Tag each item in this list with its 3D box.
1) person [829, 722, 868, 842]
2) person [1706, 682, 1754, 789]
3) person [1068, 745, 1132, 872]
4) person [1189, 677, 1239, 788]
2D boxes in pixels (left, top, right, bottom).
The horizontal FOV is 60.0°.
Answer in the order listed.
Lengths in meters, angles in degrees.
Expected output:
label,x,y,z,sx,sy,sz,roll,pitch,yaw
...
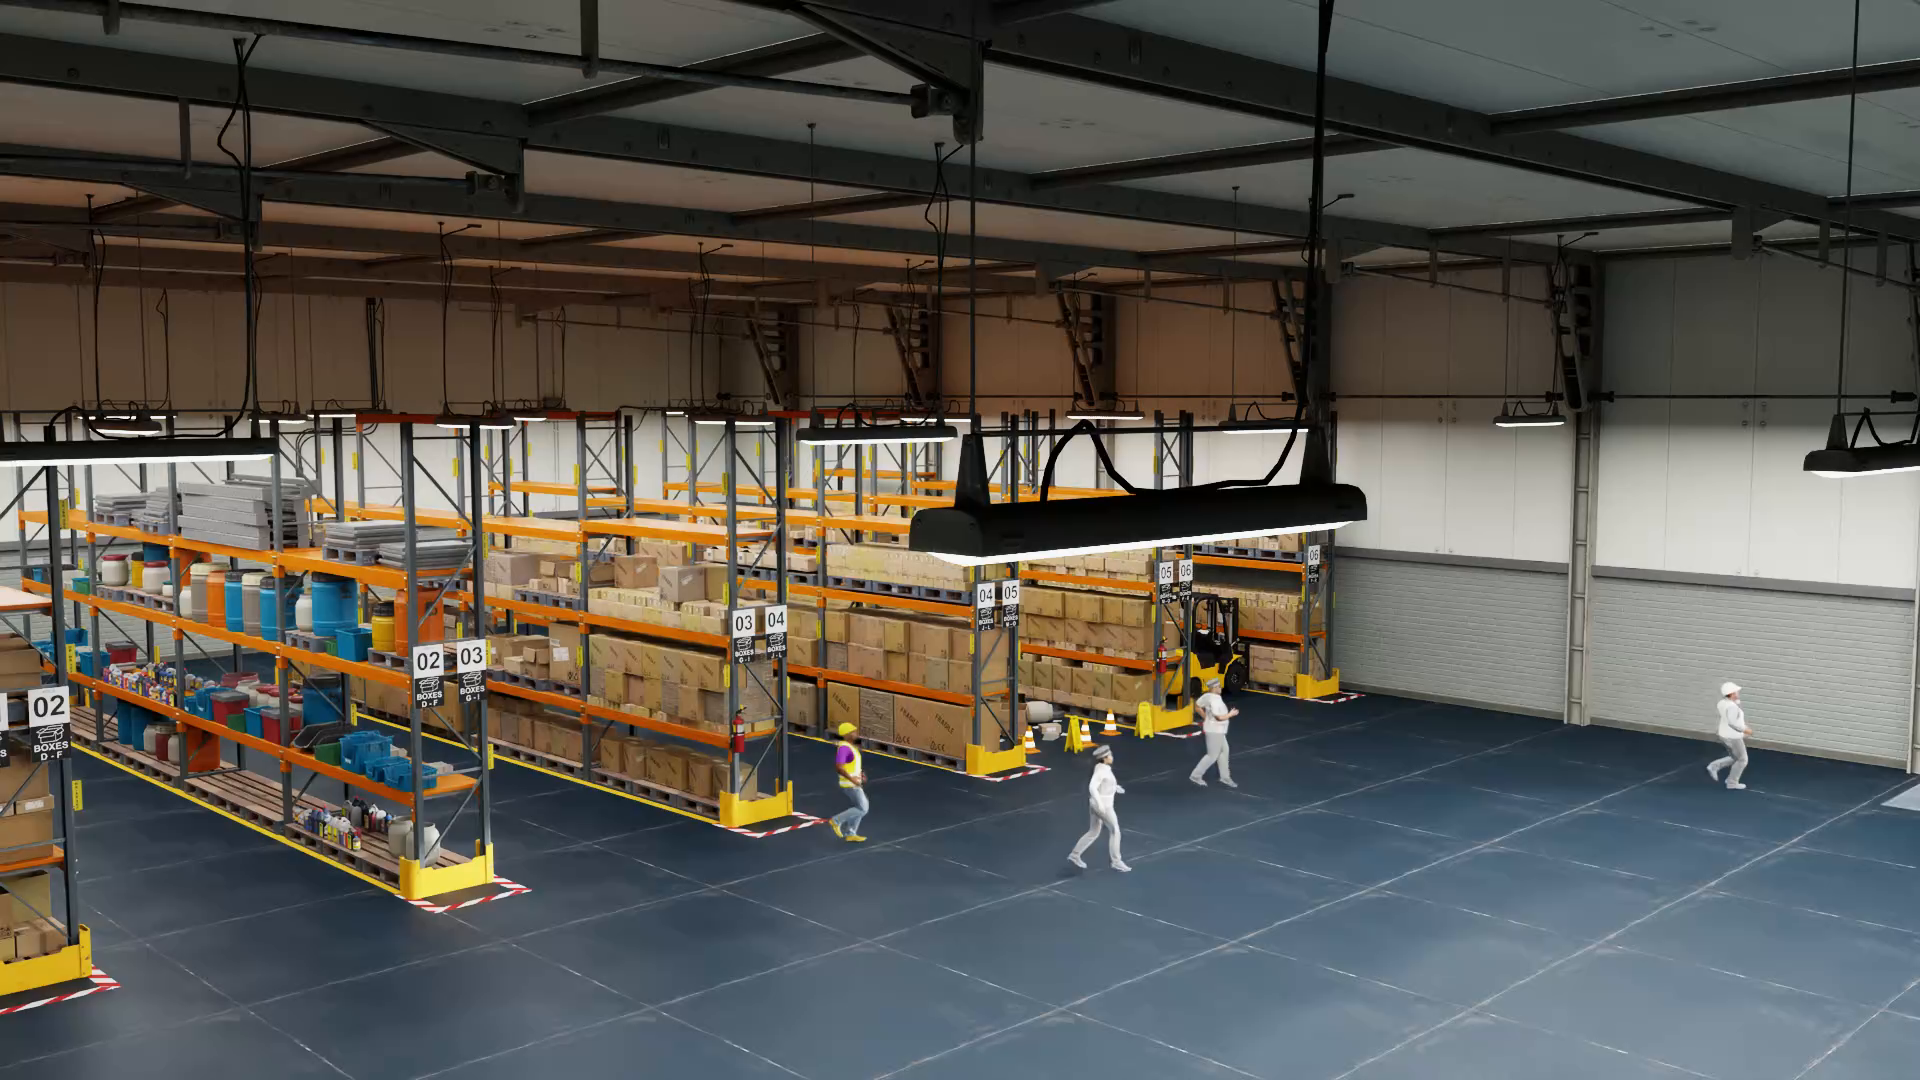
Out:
label,x,y,z,sx,sy,sz,roll,pitch,yaw
person,-1.583,3.436,23.555,0.561,1.716,0.718,0,5,-3
person,12.394,3.147,26.768,0.612,1.720,0.657,1,5,7
person,1.868,3.563,22.093,0.835,1.715,0.610,-1,5,-12
person,4.099,3.110,26.769,0.823,1.825,0.647,0,5,-1
